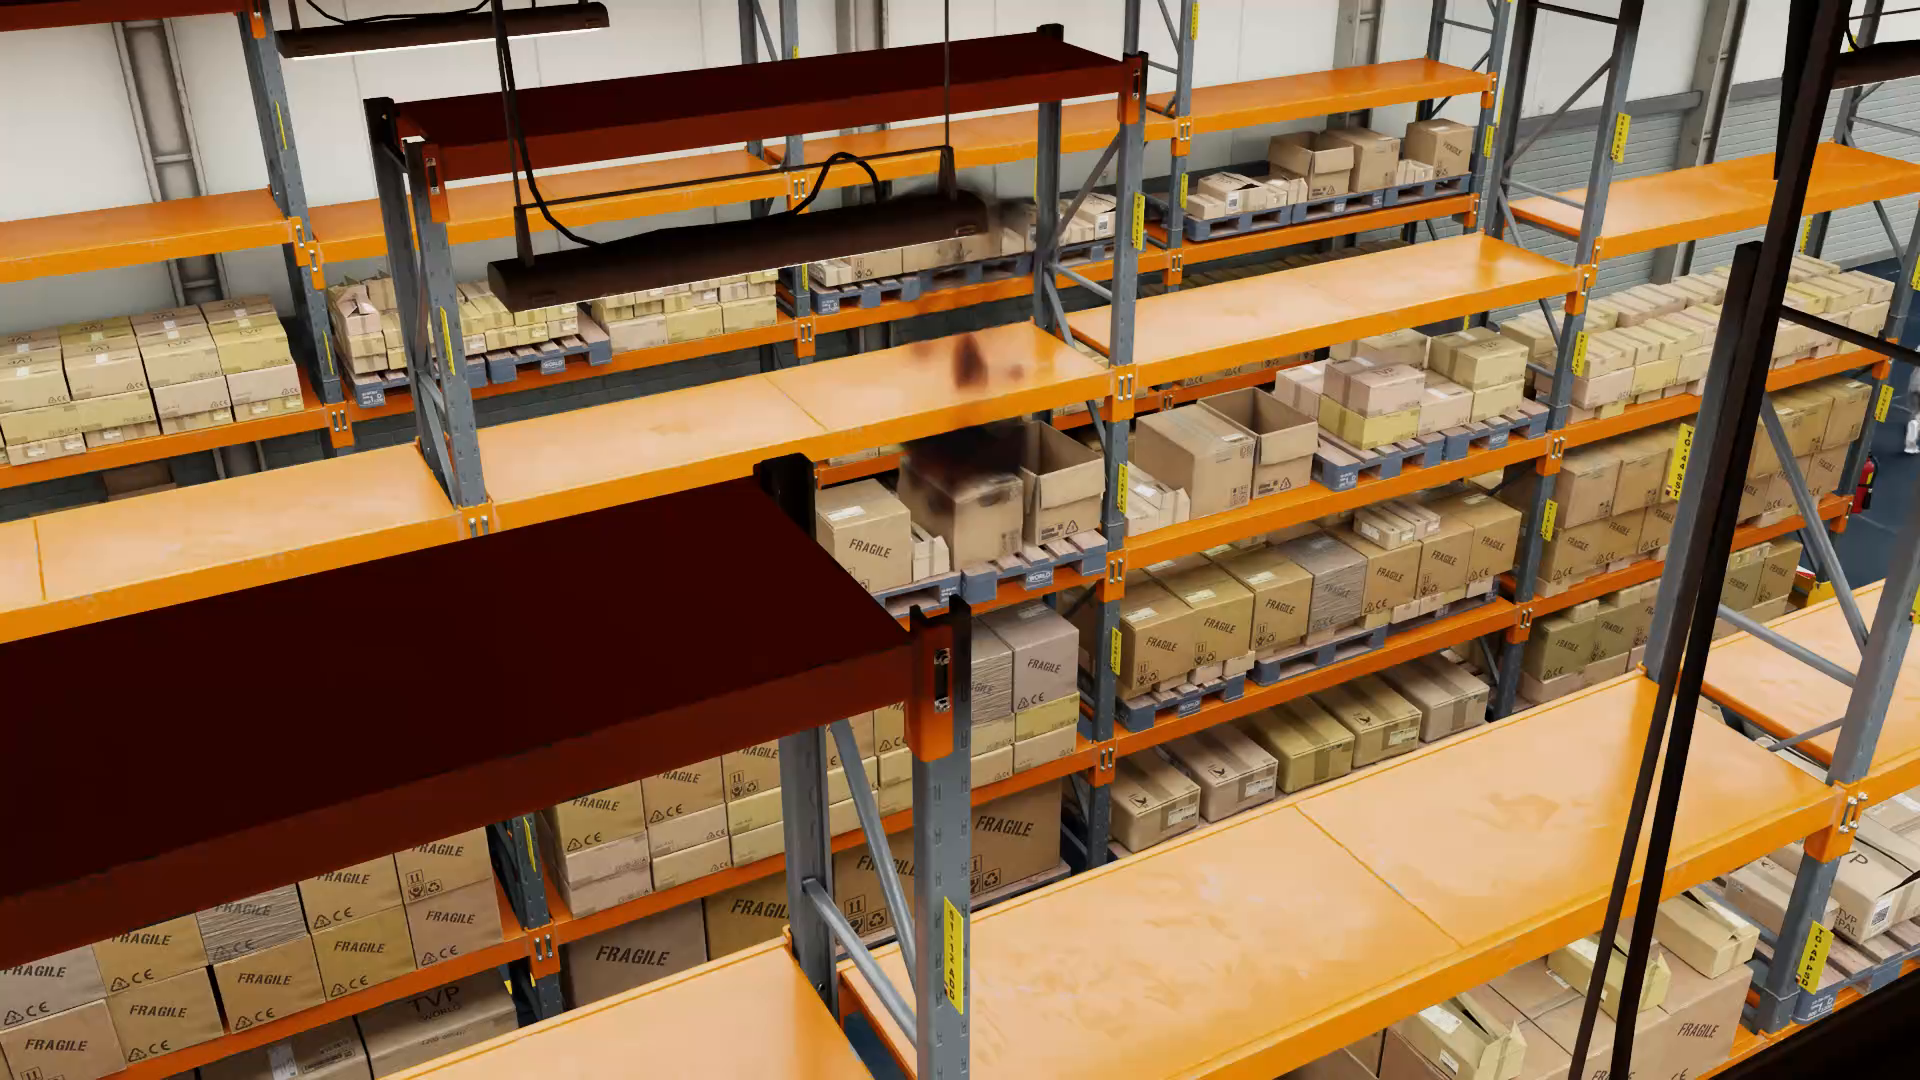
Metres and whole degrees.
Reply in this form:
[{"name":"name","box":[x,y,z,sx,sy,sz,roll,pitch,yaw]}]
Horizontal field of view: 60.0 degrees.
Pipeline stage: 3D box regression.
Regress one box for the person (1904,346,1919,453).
[{"name":"person","box":[10.872,-1.721,18.640,0.527,1.529,0.661,24,36,38]}]
